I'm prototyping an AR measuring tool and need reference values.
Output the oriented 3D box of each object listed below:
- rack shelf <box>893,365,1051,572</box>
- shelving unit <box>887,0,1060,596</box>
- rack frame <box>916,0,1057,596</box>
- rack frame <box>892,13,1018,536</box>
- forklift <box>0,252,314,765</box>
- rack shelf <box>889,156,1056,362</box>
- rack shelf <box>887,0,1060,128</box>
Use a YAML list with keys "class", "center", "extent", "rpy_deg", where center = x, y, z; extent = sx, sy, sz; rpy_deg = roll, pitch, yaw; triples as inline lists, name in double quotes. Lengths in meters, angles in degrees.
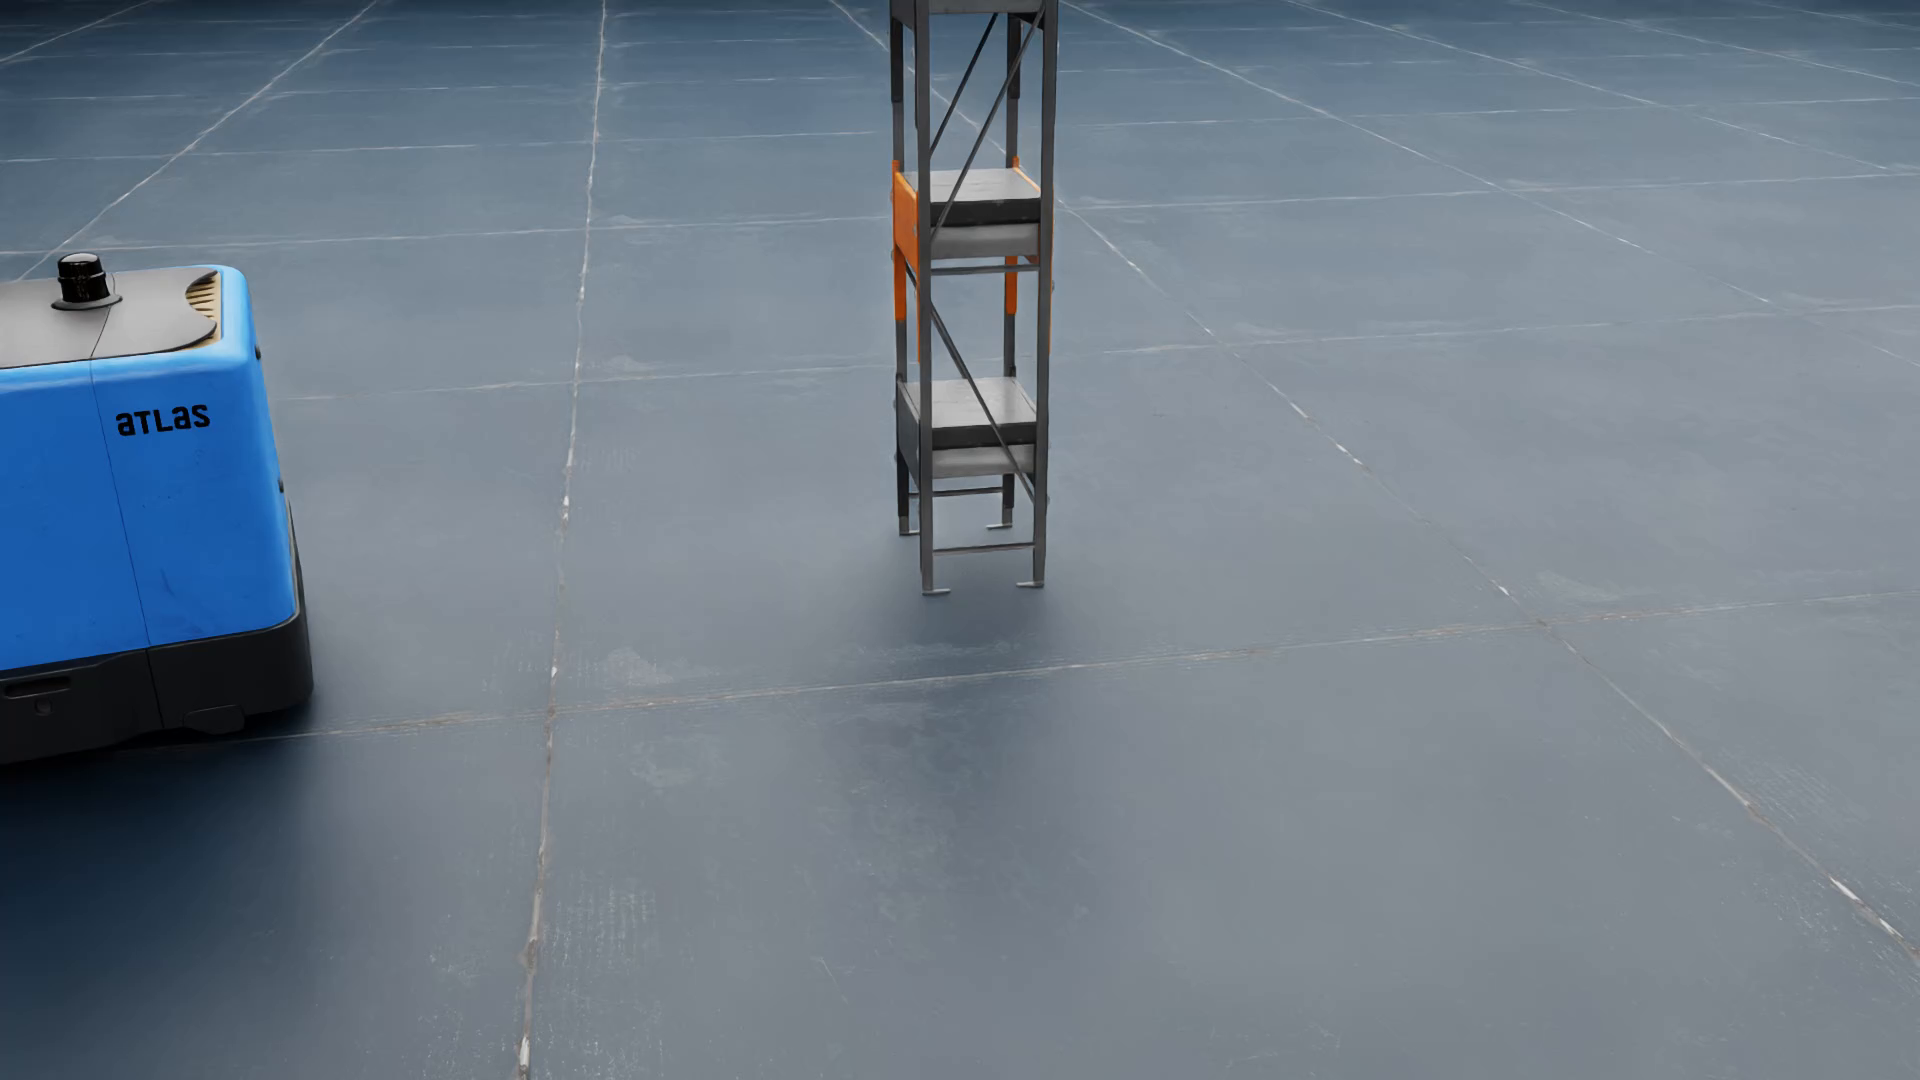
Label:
- class: "rack shelf"
  center: [0.031, -0.243, 5.466]
  extent: [0.431, 0.518, 0.480]
  rpy_deg: [-4, 24, -10]
- class: "shelving unit"
  center: [0.031, -0.897, 5.181]
  extent: [0.431, 2.100, 0.503]
  rpy_deg: [-4, 24, -10]
- class: "rack frame"
  center: [0.076, -0.801, 4.961]
  extent: [0.400, 2.100, 0.015]
  rpy_deg: [-4, 24, -10]
- class: "rack frame"
  center: [-0.015, -0.993, 5.400]
  extent: [0.400, 2.100, 0.015]
  rpy_deg: [-4, 24, -10]
- class: "forklift"
  center: [-3.362, -0.795, 3.908]
  extent: [3.031, 2.935, 1.130]
  rpy_deg: [-9, 25, -20]
- class: "rack shelf"
  center: [0.031, -0.885, 5.186]
  extent: [0.431, 0.518, 0.480]
  rpy_deg: [-4, 24, -10]
- class: "rack shelf"
  center: [0.031, -1.526, 4.906]
  extent: [0.431, 0.518, 0.480]
  rpy_deg: [-4, 24, -10]
